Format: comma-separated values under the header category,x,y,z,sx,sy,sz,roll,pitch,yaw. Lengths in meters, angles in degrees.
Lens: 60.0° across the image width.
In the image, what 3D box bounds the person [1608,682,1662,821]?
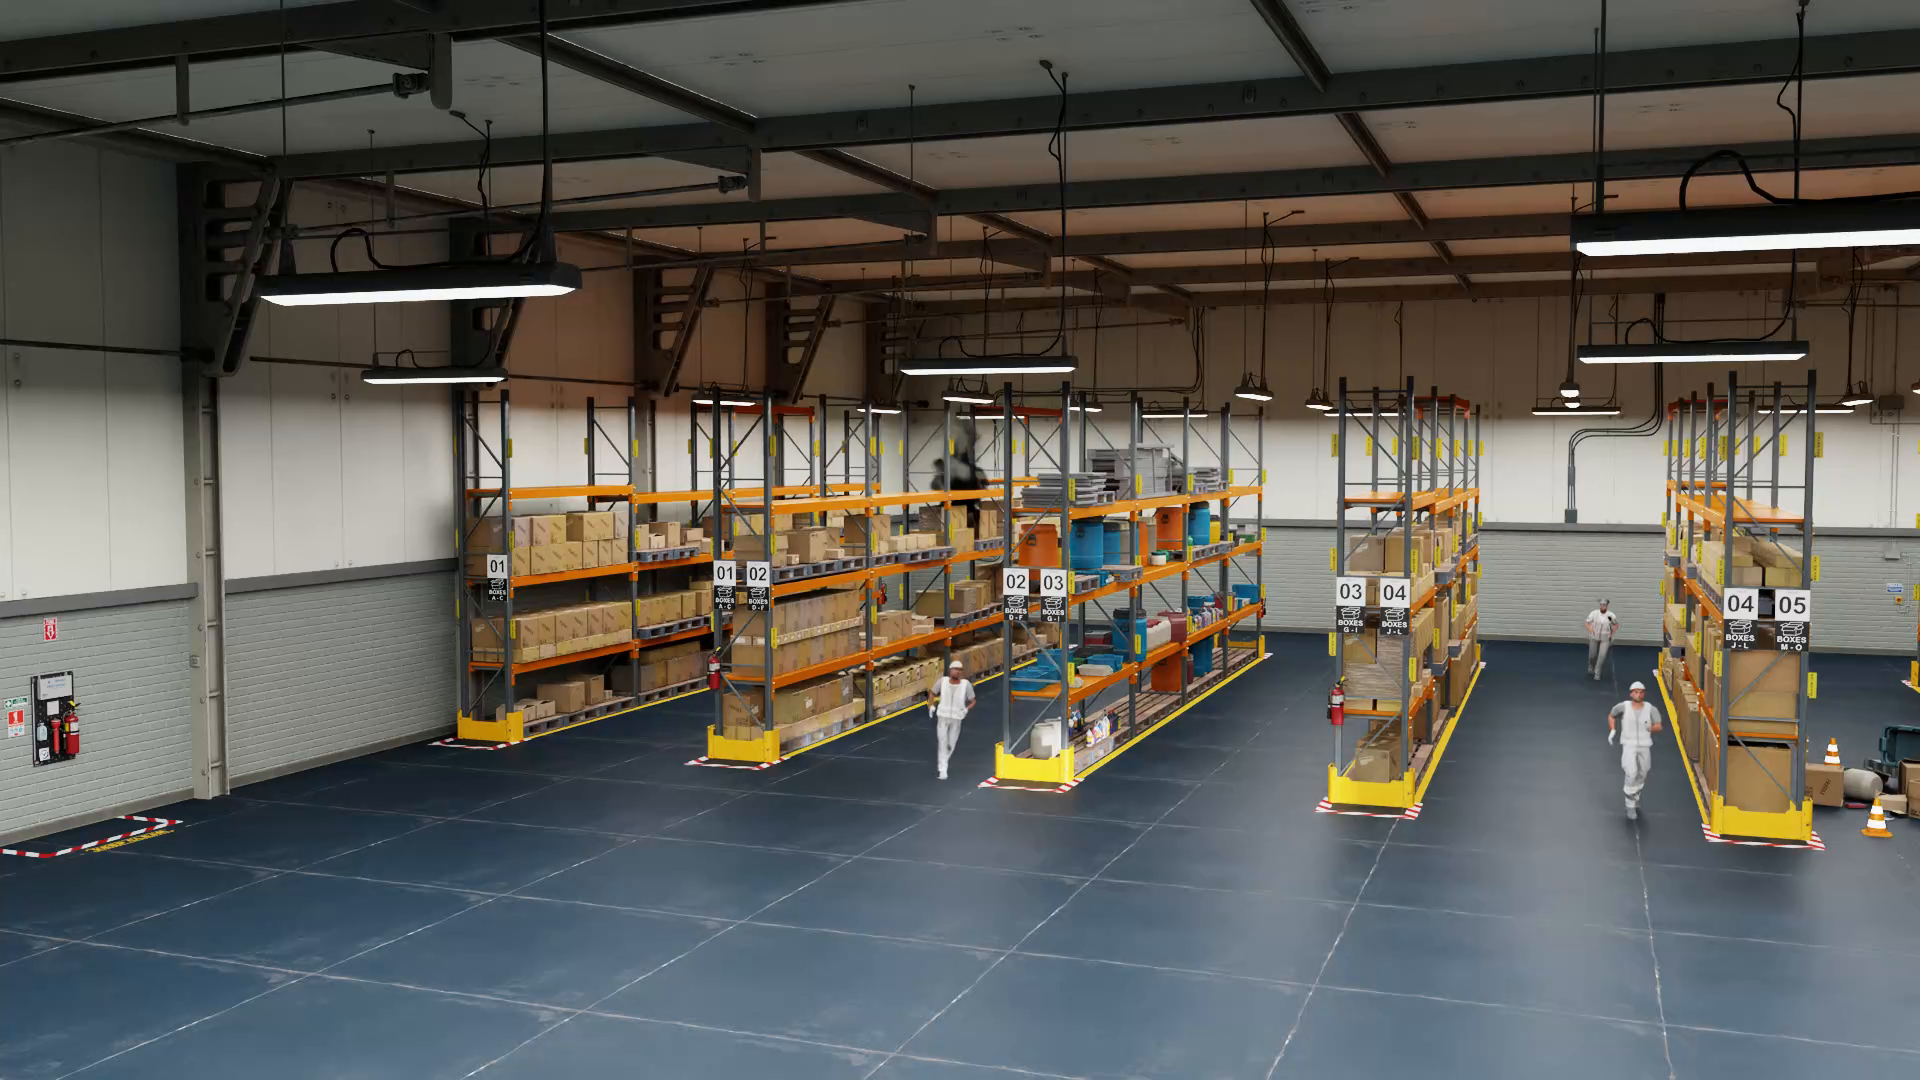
category,x,y,z,sx,sy,sz,roll,pitch,yaw
person,9.200,2.844,22.663,0.654,1.834,0.789,1,3,10

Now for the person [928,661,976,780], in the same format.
category,x,y,z,sx,sy,sz,roll,pitch,yaw
person,-0.124,2.730,25.497,0.716,1.766,0.794,0,3,-4

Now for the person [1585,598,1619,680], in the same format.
category,x,y,z,sx,sy,sz,roll,pitch,yaw
person,13.975,2.142,36.226,0.681,1.762,0.815,1,3,22
